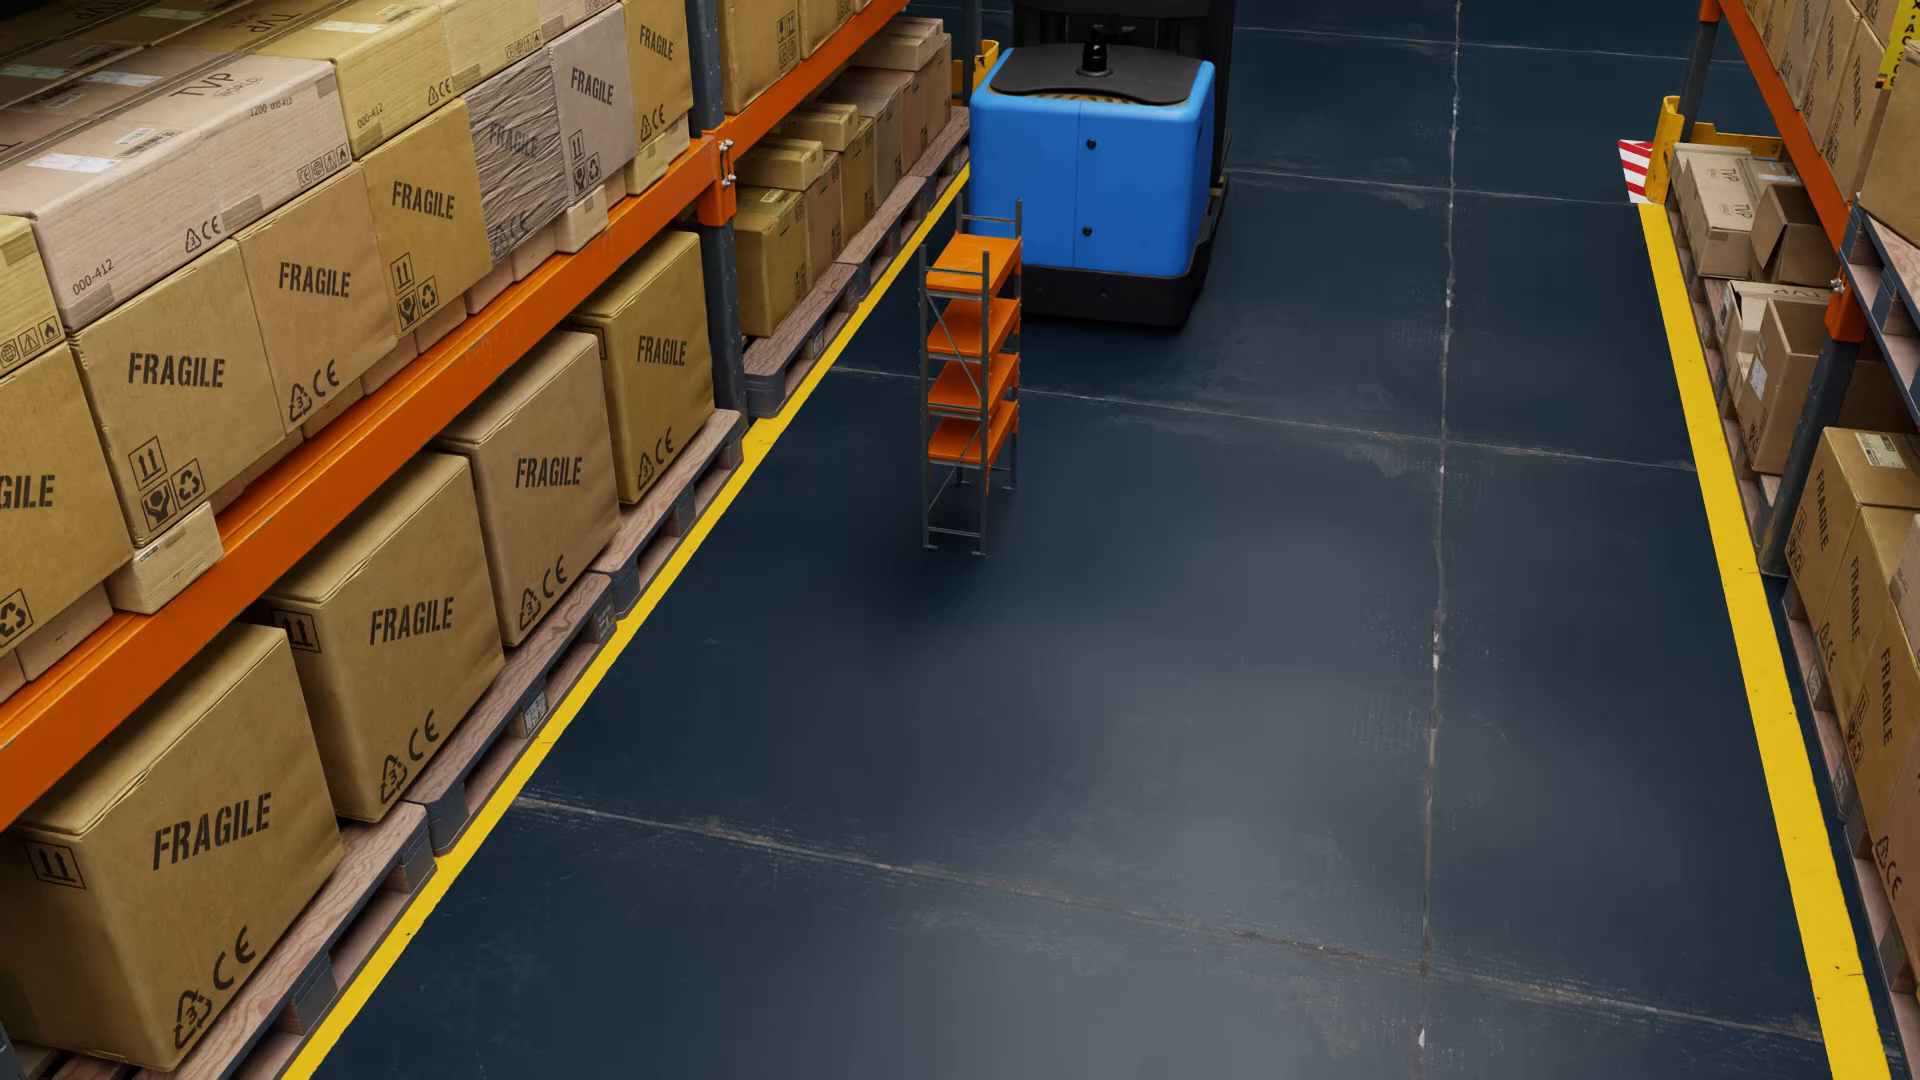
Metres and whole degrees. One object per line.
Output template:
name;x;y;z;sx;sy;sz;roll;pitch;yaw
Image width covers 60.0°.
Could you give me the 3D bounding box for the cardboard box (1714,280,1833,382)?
cardboard box;3.469;-0.871;6.920;0.500;0.311;0.500;8;33;12

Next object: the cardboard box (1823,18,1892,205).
cardboard box;3.287;-1.433;5.614;0.500;0.500;0.500;9;33;13

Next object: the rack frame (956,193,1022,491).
rack frame;0.104;-0.719;6.262;0.240;1.200;0.015;8;33;12

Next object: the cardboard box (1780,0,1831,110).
cardboard box;3.544;-1.967;6.455;0.500;0.500;0.500;9;33;13

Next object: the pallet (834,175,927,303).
pallet;-0.808;-1.611;8.587;1.003;0.211;1.213;8;33;12

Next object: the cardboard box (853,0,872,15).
cardboard box;-0.865;-2.931;7.786;0.980;0.700;0.700;6;33;10

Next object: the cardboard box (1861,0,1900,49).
cardboard box;3.286;-1.858;5.351;0.500;0.500;0.500;8;33;13

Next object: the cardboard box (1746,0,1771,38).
cardboard box;3.800;-2.491;7.279;0.500;0.500;0.500;8;33;12

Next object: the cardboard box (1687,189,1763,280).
cardboard box;3.757;-1.435;7.864;0.500;0.250;0.500;8;33;12

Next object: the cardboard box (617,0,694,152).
cardboard box;-1.258;-1.671;5.693;0.500;0.500;0.500;8;33;12

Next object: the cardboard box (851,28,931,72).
cardboard box;-0.371;-2.639;8.940;0.380;0.149;0.250;9;34;14

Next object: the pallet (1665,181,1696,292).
pallet;4.203;-1.542;8.478;1.003;0.211;1.213;8;33;12

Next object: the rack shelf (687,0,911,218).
rack shelf;-0.877;-2.503;8.062;1.077;0.370;4.000;8;33;12

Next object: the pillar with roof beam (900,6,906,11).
pillar with roof beam;3.643;-7.309;9.359;9.100;9.000;0.400;8;33;12

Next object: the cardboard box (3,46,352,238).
cardboard box;-1.776;-0.925;3.821;0.500;0.250;0.500;8;33;13

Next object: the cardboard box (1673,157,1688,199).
cardboard box;3.921;-1.862;8.613;0.380;0.166;0.250;8;33;12

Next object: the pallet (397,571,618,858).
pallet;-1.815;0.454;5.339;1.003;0.211;1.213;8;33;12

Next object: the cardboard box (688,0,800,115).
cardboard box;-1.231;-2.174;6.595;0.980;0.700;0.700;9;33;13

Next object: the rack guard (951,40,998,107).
rack guard;-0.363;-2.802;10.191;1.175;0.500;0.348;8;33;12

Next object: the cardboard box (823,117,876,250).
cardboard box;-0.832;-1.791;8.210;0.700;0.500;0.500;9;33;14

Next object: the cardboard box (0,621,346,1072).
cardboard box;-2.086;0.673;4.007;0.750;0.750;0.750;8;33;12

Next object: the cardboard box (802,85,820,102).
cardboard box;-0.932;-2.297;8.402;0.380;0.149;0.250;8;33;13

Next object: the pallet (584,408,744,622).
pallet;-1.507;-0.181;6.338;1.003;0.211;1.213;8;33;12

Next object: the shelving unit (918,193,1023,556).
shelving unit;0.042;-0.592;6.063;0.258;1.200;0.503;8;33;12

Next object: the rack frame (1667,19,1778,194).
rack frame;4.423;-3.172;8.443;1.000;3.000;0.127;8;33;12

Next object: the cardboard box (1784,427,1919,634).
cardboard box;3.050;-0.009;5.388;0.500;0.500;0.500;7;33;10

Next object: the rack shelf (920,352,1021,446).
rack shelf;0.042;-0.535;6.099;0.258;0.148;0.480;8;33;12

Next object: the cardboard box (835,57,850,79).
cardboard box;-0.804;-2.563;8.819;0.380;0.149;0.250;8;33;13

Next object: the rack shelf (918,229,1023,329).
rack shelf;0.042;-0.924;5.852;0.258;0.148;0.480;8;33;12

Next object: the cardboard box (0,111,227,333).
cardboard box;-1.899;-0.665;3.412;0.500;0.250;0.500;8;33;12

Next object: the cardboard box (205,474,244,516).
cardboard box;-1.926;-0.138;3.886;0.380;0.149;0.250;8;33;12

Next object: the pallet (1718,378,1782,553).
pallet;3.583;-0.275;6.487;1.003;0.211;1.213;8;33;12

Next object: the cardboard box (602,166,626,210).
cardboard box;-1.347;-1.195;5.549;0.380;0.149;0.250;9;34;14

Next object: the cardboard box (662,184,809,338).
cardboard box;-1.095;-1.265;7.382;0.700;0.500;0.500;8;33;13

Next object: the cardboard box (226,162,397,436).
cardboard box;-1.760;-0.614;4.031;0.500;0.500;0.500;8;33;12

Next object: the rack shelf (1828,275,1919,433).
rack shelf;2.901;0.245;3.739;1.077;0.370;4.000;8;33;12

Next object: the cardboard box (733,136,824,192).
cardboard box;-0.832;-1.692;7.449;0.380;0.149;0.250;9;34;14

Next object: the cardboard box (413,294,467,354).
cardboard box;-1.640;-0.667;4.719;0.380;0.149;0.250;9;34;14

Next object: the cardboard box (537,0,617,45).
cardboard box;-1.394;-1.720;5.072;0.500;0.250;0.500;9;33;13

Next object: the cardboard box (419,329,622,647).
cardboard box;-1.646;-0.222;5.415;0.750;0.750;0.750;9;34;14

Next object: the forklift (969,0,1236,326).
forklift;0.861;-3.006;8.246;1.130;2.935;3.031;7;33;11

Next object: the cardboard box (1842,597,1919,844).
cardboard box;2.791;0.528;4.544;0.500;0.500;0.500;8;33;13

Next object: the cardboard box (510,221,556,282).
cardboard box;-1.483;-0.932;5.135;0.380;0.149;0.250;8;33;12

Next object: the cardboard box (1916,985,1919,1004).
cardboard box;2.535;1.063;3.702;0.500;0.500;0.500;7;33;11

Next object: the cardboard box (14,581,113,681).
cardboard box;-2.019;0.136;3.456;0.380;0.149;0.250;8;33;13

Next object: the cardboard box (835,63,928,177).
cardboard box;-0.577;-2.330;9.058;0.700;0.500;0.500;8;33;12

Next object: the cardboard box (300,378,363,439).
cardboard box;-1.792;-0.406;4.308;0.380;0.149;0.250;9;33;13

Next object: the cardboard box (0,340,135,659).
cardboard box;-2.029;-0.086;3.201;0.500;0.500;0.500;9;34;14

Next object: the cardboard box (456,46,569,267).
cardboard box;-1.513;-1.145;4.866;0.500;0.500;0.500;8;33;12

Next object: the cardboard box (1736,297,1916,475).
cardboard box;3.278;-0.561;6.257;0.500;0.500;0.500;8;33;12

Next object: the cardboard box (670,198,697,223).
cardboard box;-1.324;-1.491;7.133;0.380;0.149;0.250;8;33;12

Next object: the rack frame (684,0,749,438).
rack frame;-1.384;-1.769;6.236;1.000;3.000;0.127;8;33;12

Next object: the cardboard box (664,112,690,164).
cardboard box;-1.196;-1.457;5.961;0.380;0.149;0.250;8;33;13

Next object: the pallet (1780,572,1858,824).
pallet;3.238;0.508;5.254;1.003;0.211;1.213;8;33;12
